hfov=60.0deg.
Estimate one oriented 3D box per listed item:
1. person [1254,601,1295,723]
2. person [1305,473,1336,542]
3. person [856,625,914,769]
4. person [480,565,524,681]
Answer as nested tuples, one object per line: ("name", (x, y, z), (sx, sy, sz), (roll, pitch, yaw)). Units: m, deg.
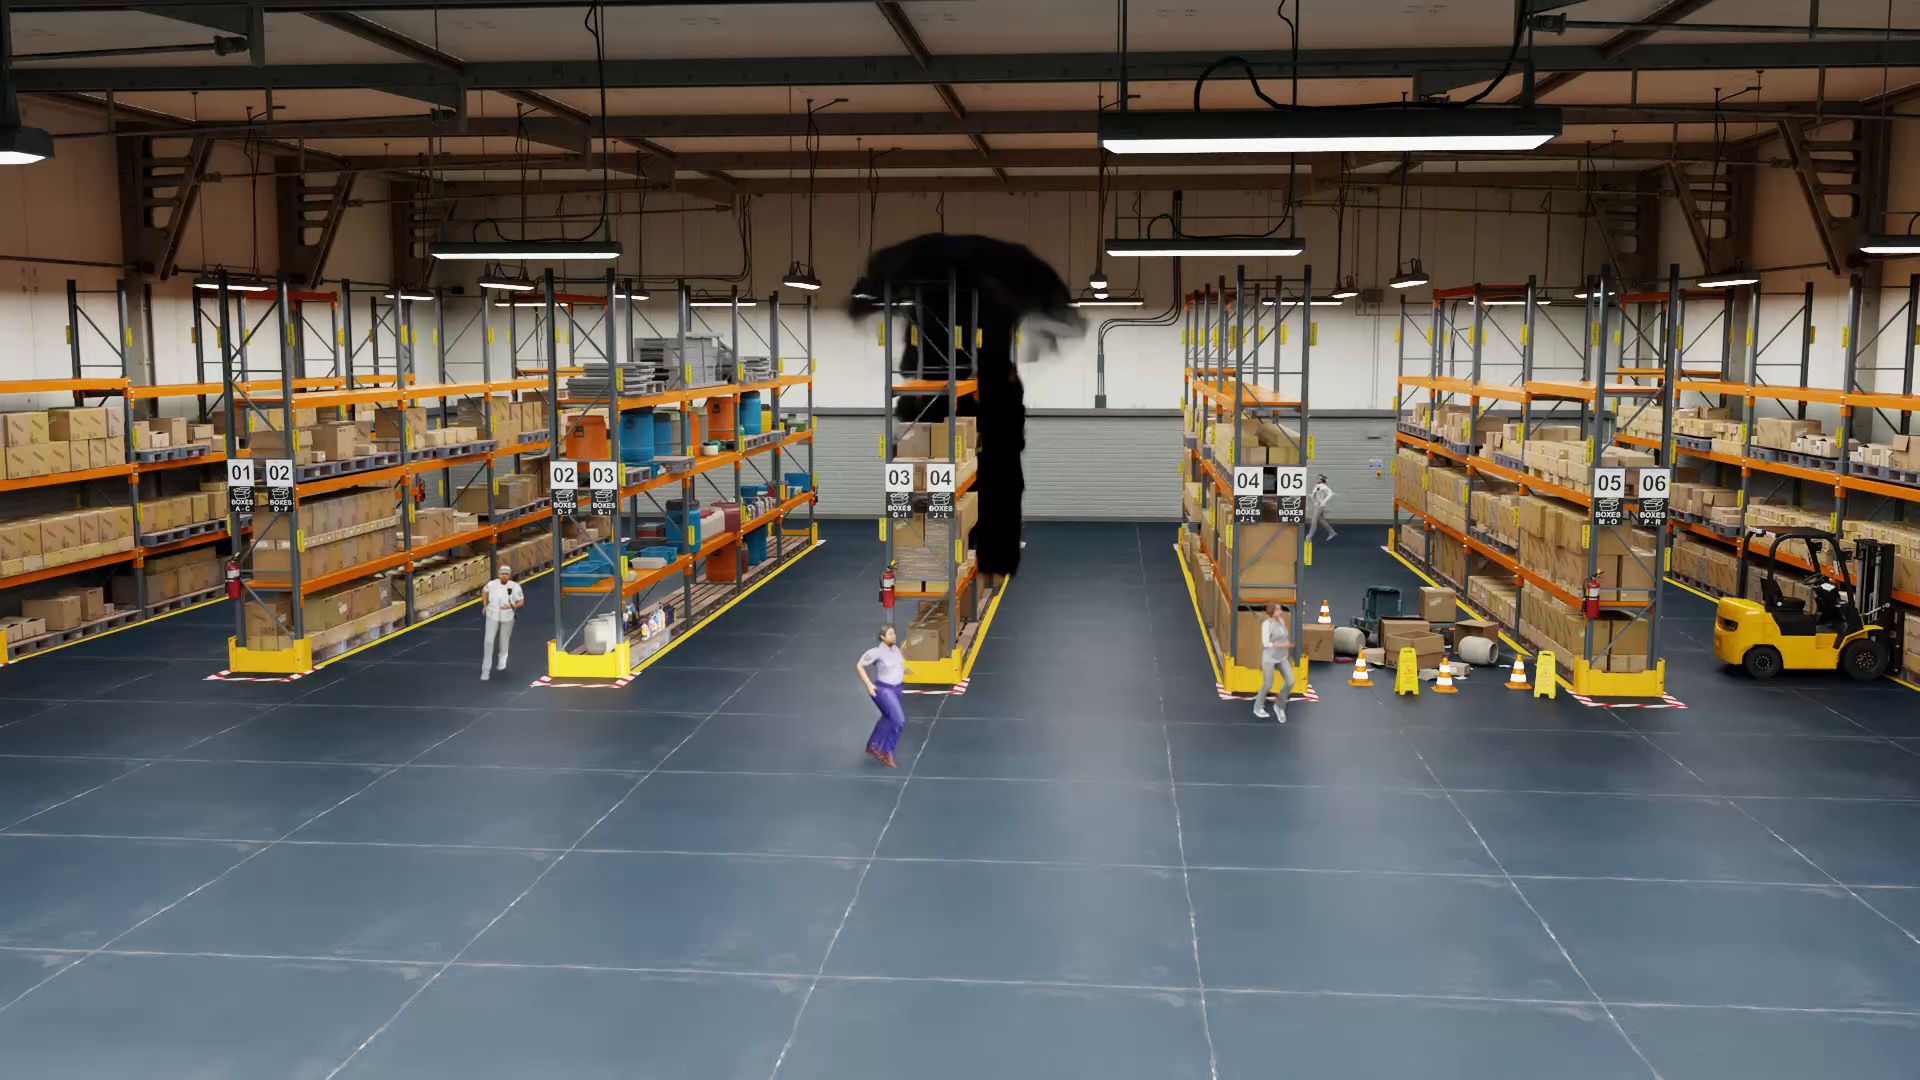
("person", (4.108, 1.595, 21.645), (0.508, 1.597, 0.672), (-4, 8, -31))
("person", (8.749, -0.794, 40.514), (0.910, 1.688, 0.610), (0, 7, -1))
("person", (-0.838, 1.837, 19.509), (0.694, 1.693, 0.574), (4, 8, 28))
("person", (-6.799, 1.198, 24.748), (0.631, 1.681, 0.871), (-1, 7, -9))
